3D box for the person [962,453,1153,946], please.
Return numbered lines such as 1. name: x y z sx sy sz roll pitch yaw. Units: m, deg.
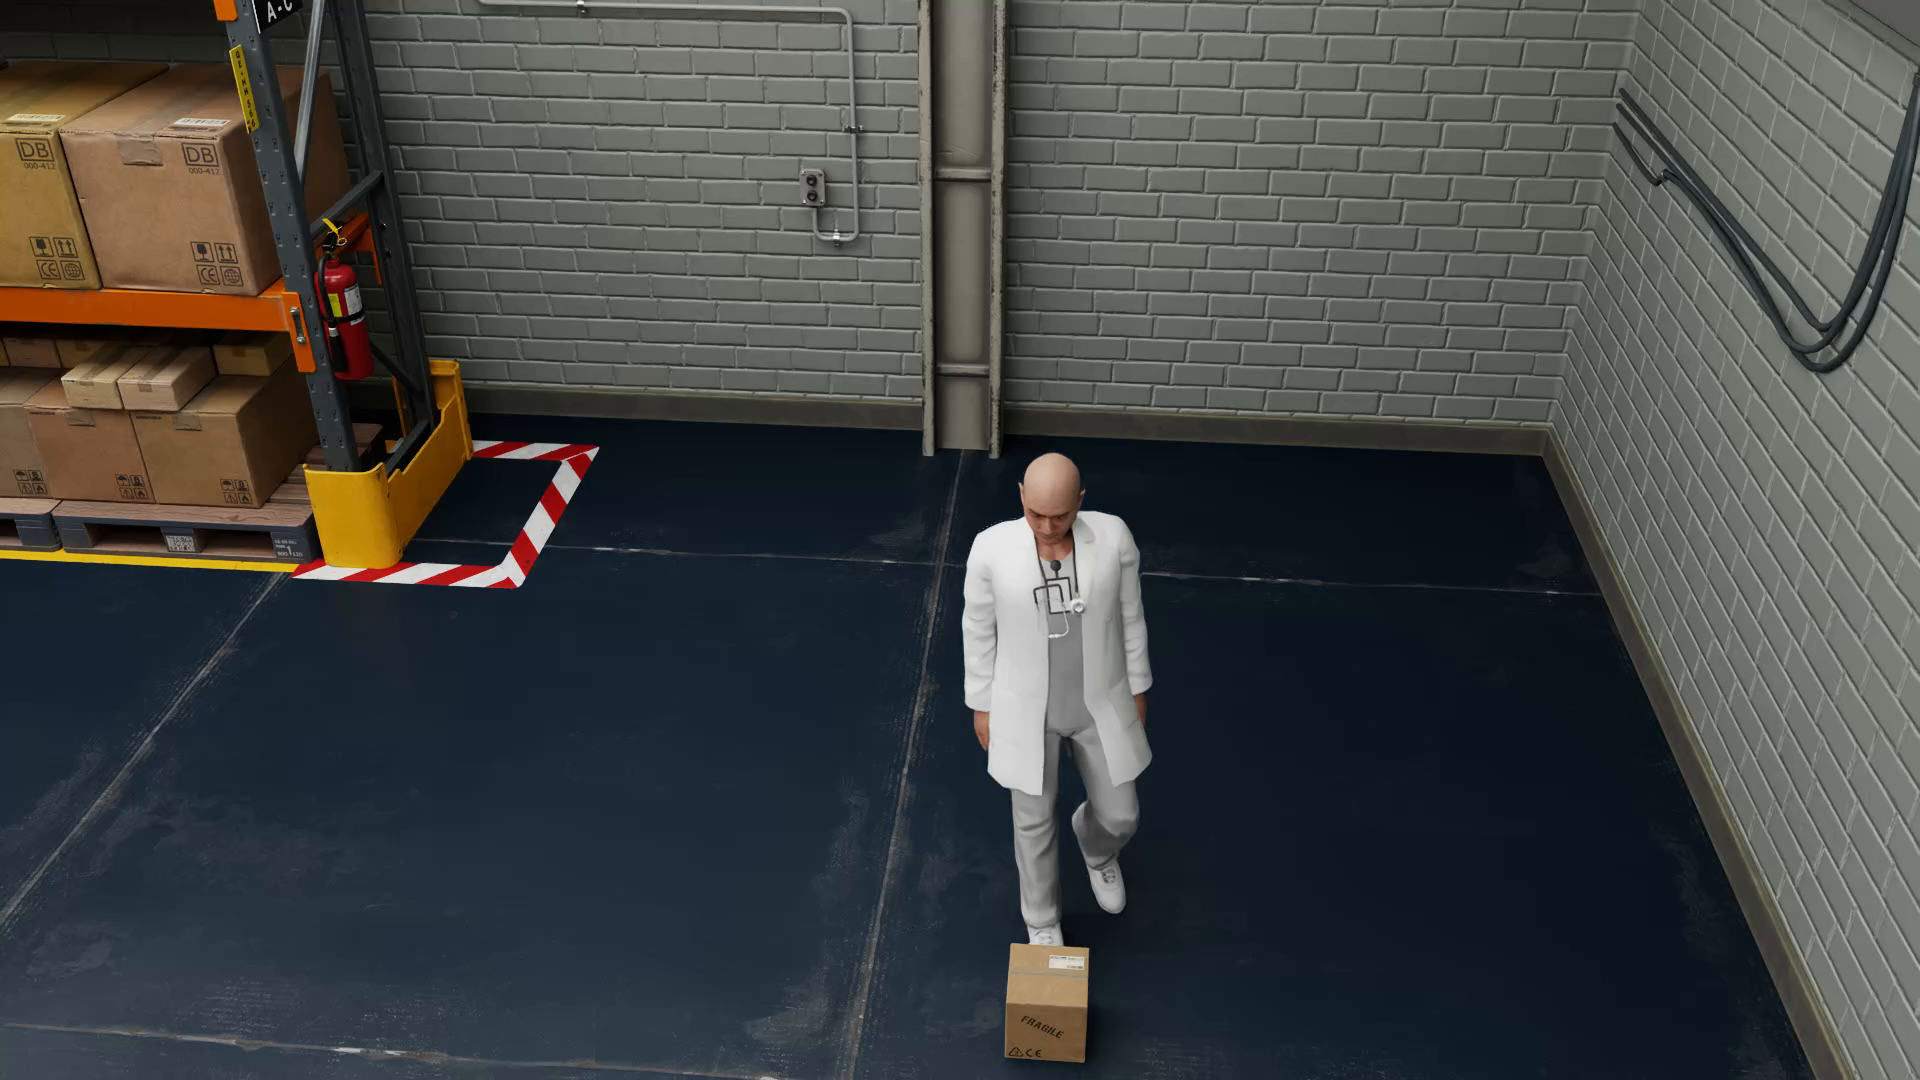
1. person: 0.316 0.547 5.217 0.607 1.774 0.634 -2 32 -3
